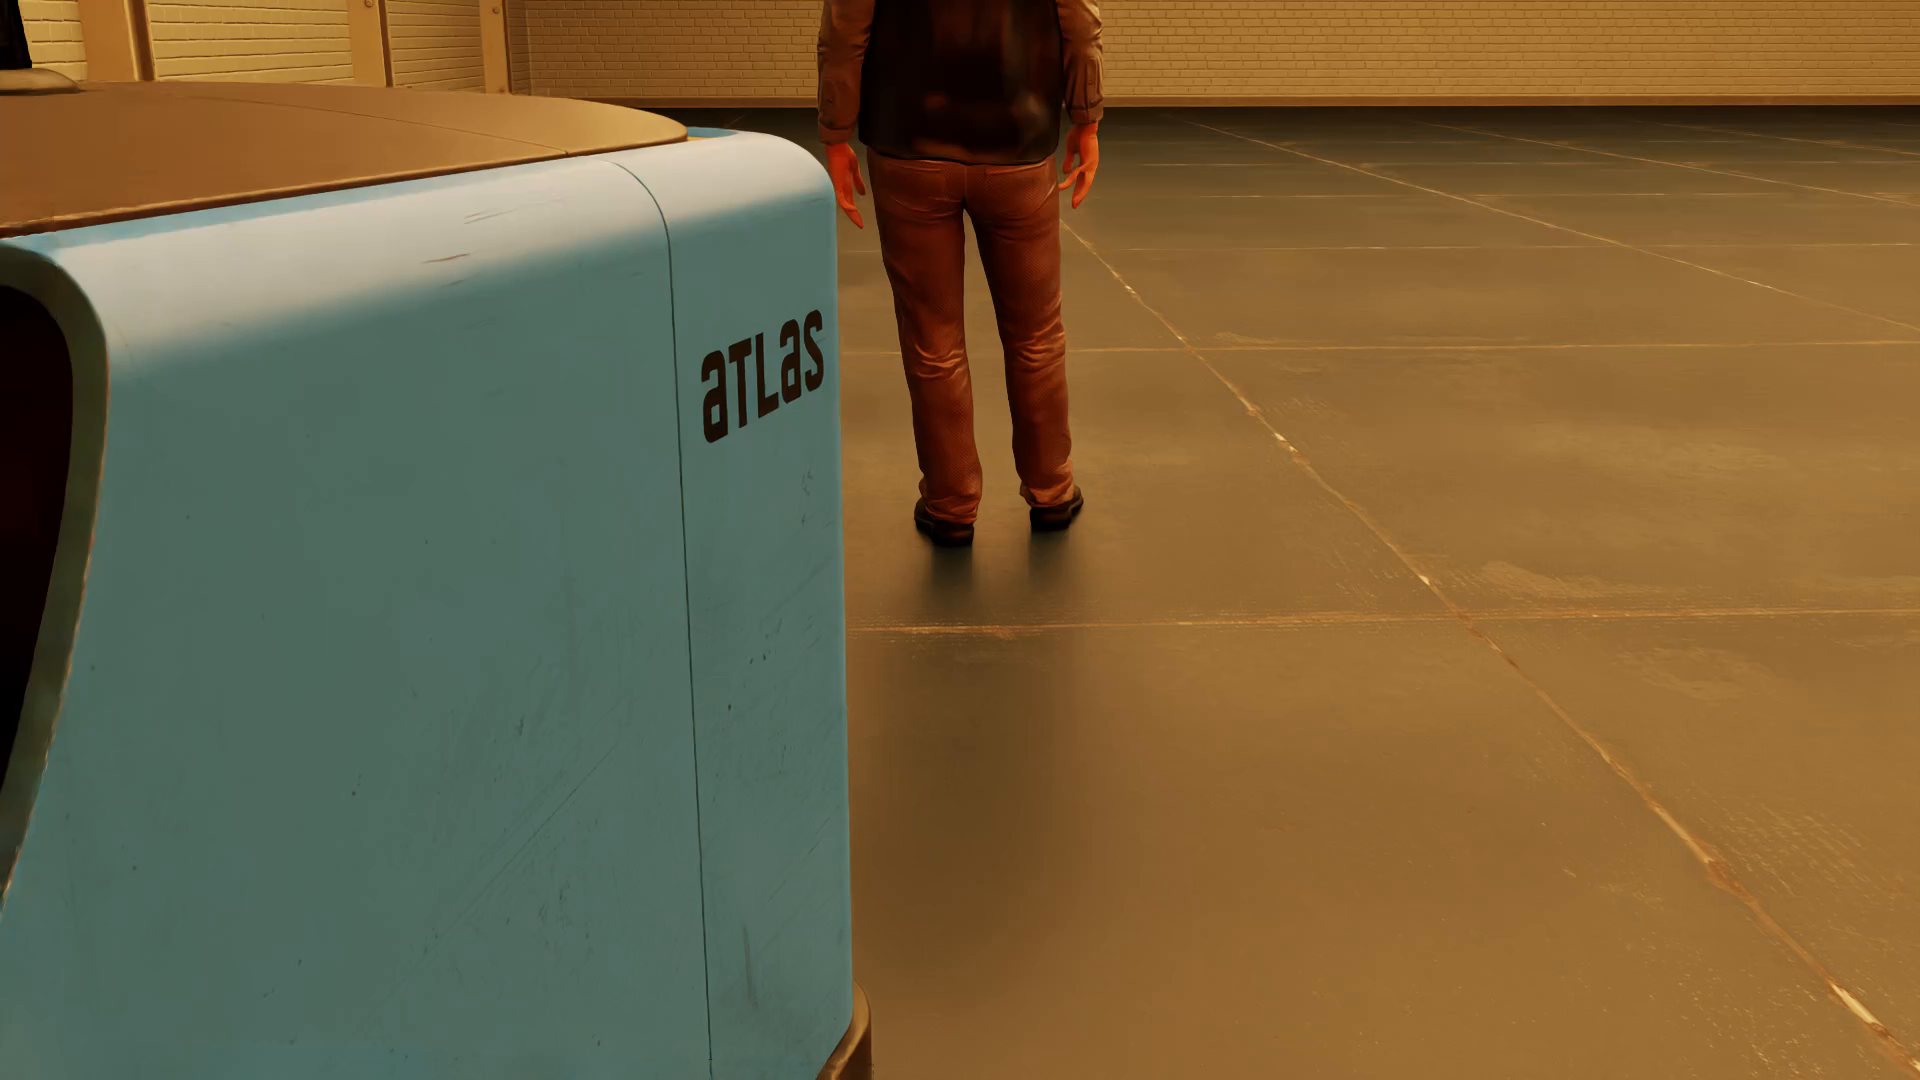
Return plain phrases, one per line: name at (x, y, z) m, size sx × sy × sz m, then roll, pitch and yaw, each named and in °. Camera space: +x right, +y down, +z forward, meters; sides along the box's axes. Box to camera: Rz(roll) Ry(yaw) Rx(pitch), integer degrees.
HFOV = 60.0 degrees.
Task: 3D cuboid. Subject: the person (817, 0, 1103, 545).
person at (0.004, -0.848, 3.725) m, size 0.633 × 1.722 × 0.566 m, roll -1°, pitch 17°, yaw -3°
